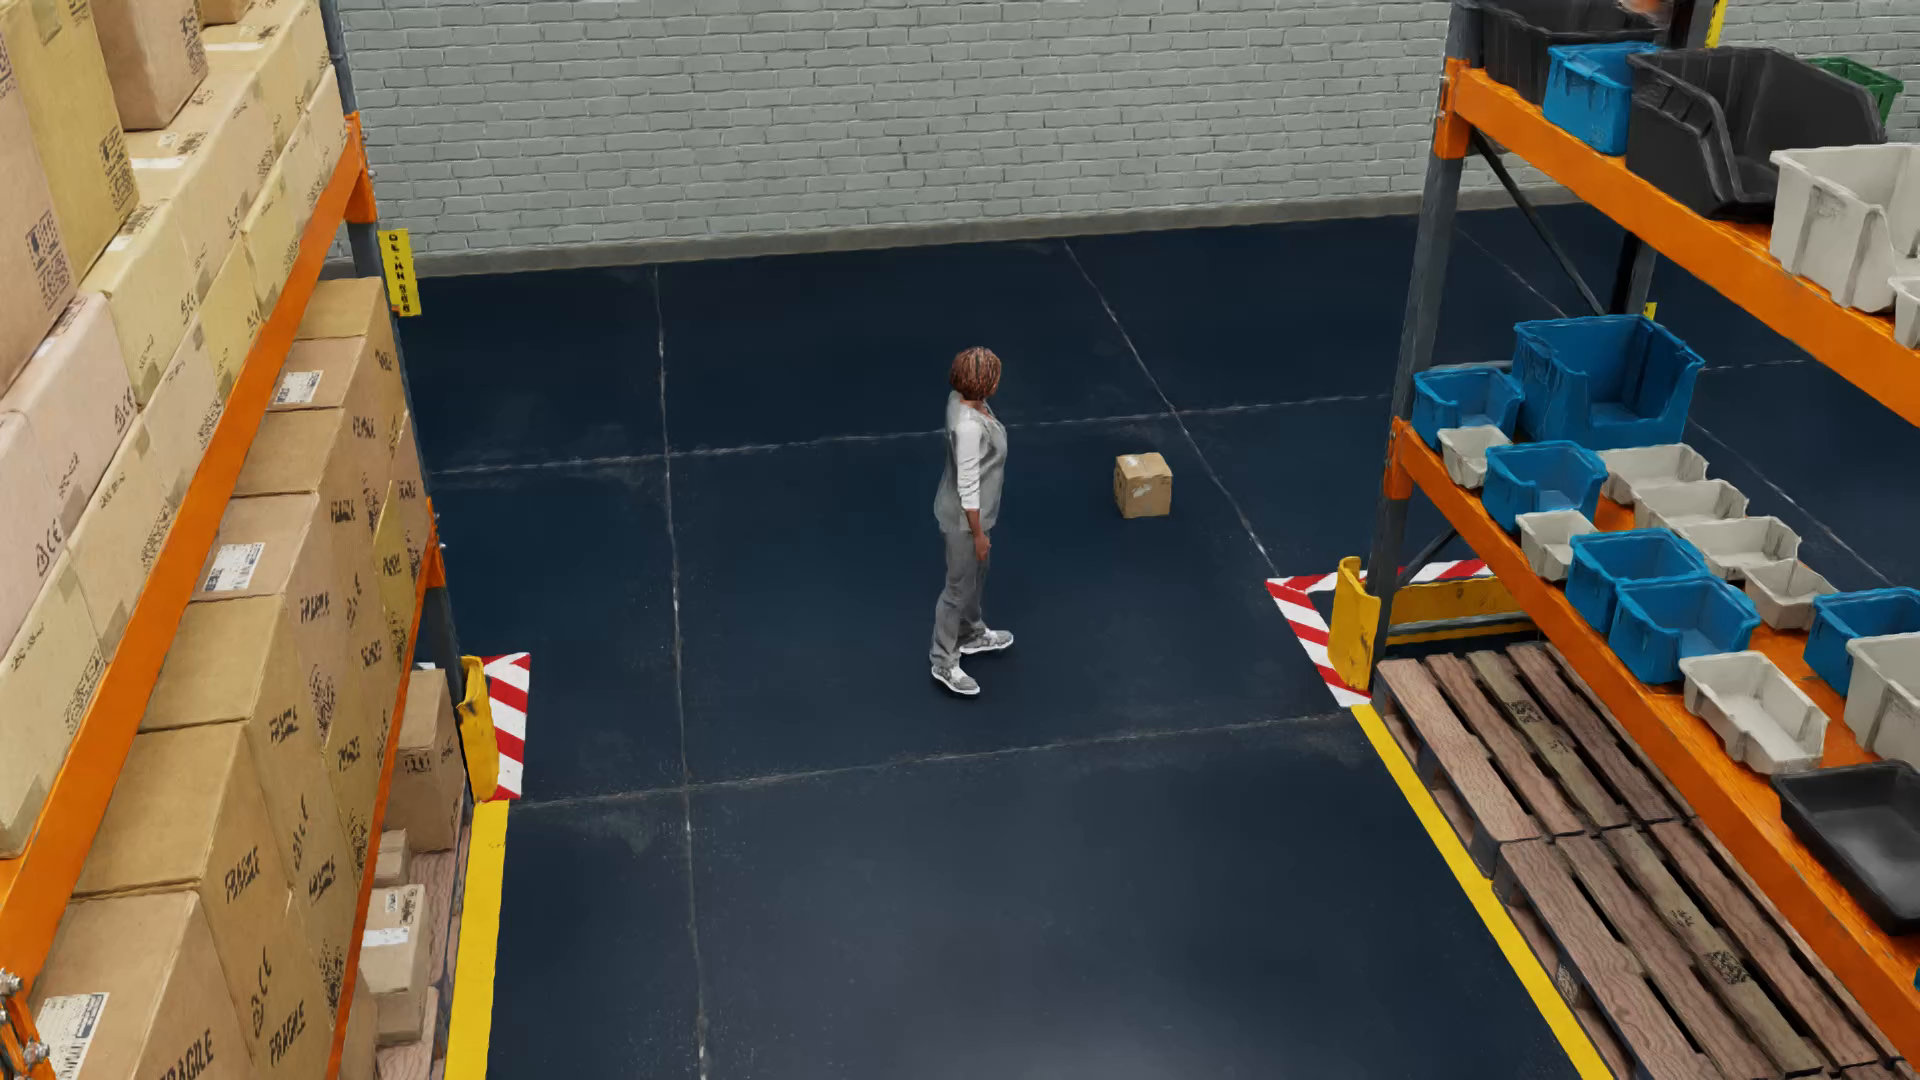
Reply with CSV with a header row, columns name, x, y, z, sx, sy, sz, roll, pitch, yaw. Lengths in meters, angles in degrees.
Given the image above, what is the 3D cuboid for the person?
name,x,y,z,sx,sy,sz,roll,pitch,yaw
person,0.052,-0.105,7.270,0.378,1.599,0.499,2,31,3
